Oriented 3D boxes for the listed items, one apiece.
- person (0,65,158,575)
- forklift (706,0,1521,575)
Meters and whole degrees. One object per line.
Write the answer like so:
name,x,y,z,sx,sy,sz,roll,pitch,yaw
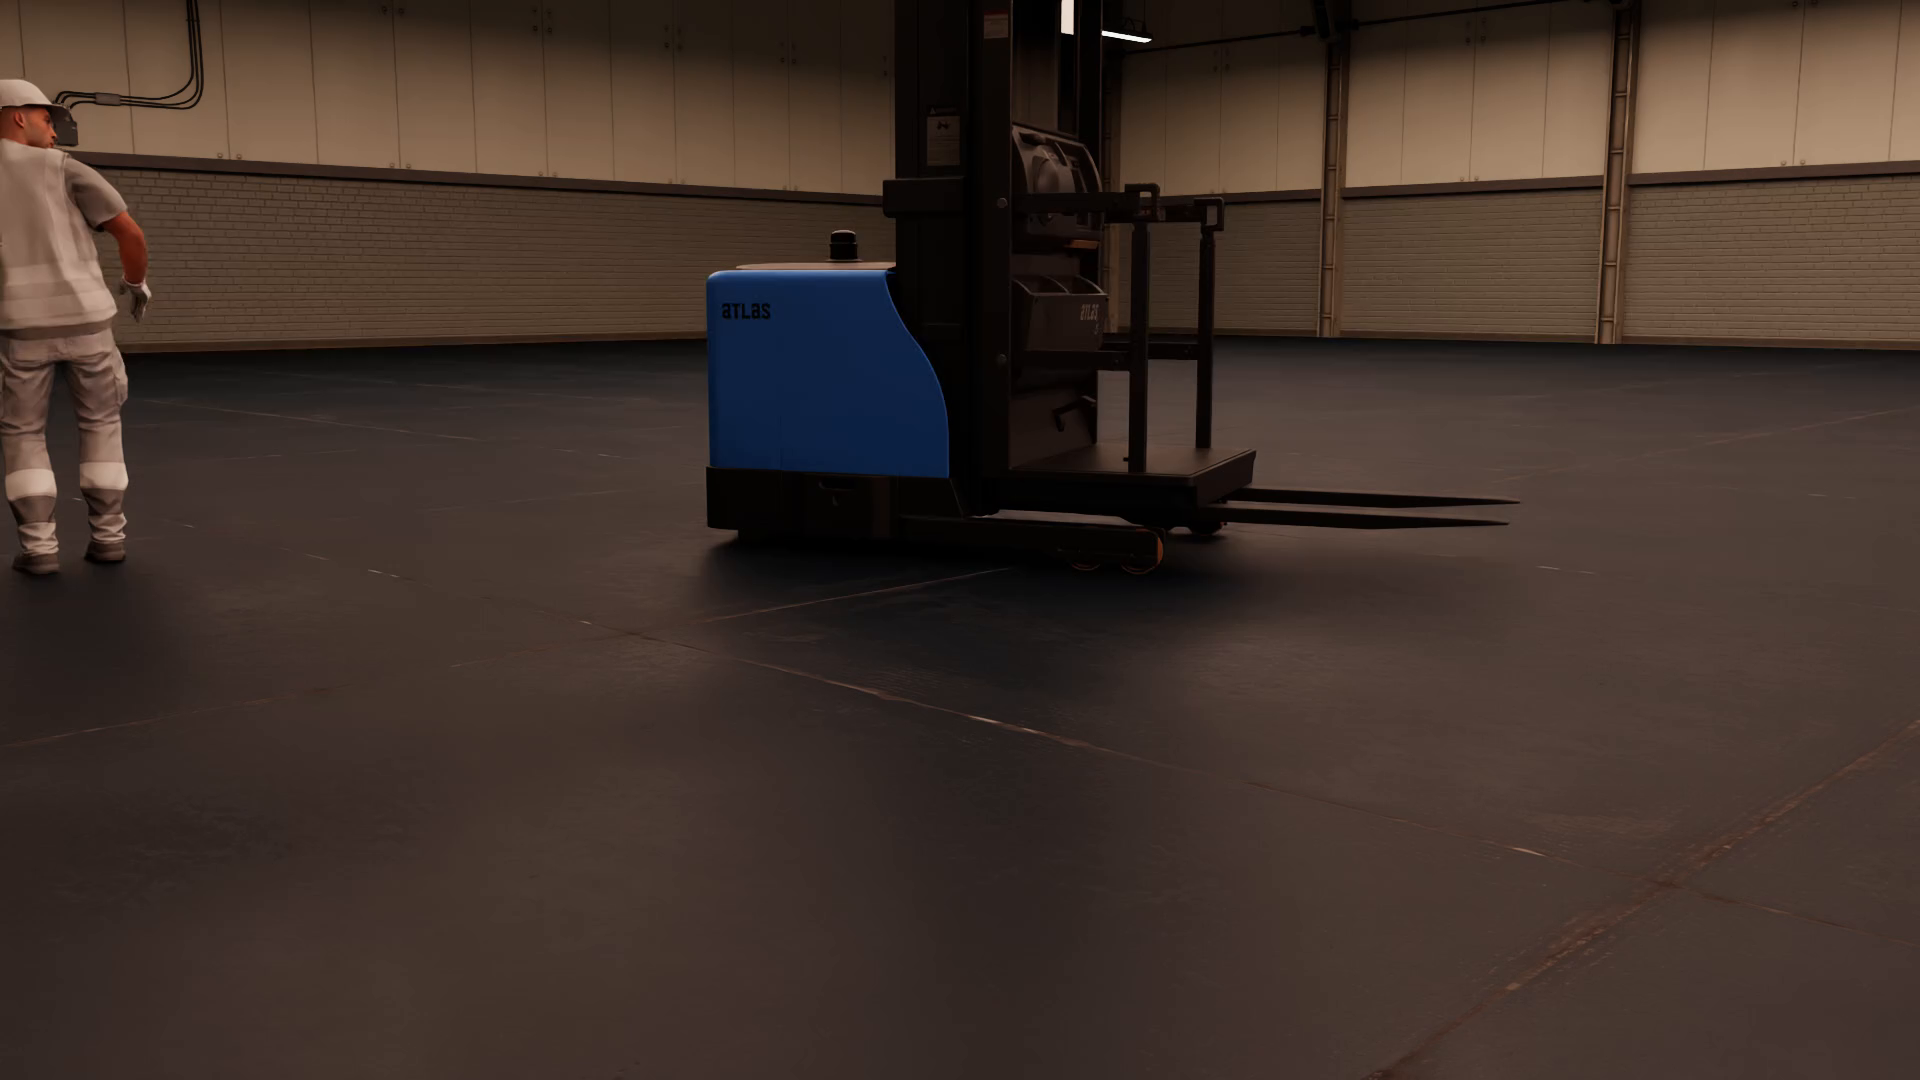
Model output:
person,-3.299,-0.789,5.997,0.751,1.777,0.513,-3,9,-20
forklift,0.565,-1.416,6.275,3.031,2.935,1.130,3,9,22
